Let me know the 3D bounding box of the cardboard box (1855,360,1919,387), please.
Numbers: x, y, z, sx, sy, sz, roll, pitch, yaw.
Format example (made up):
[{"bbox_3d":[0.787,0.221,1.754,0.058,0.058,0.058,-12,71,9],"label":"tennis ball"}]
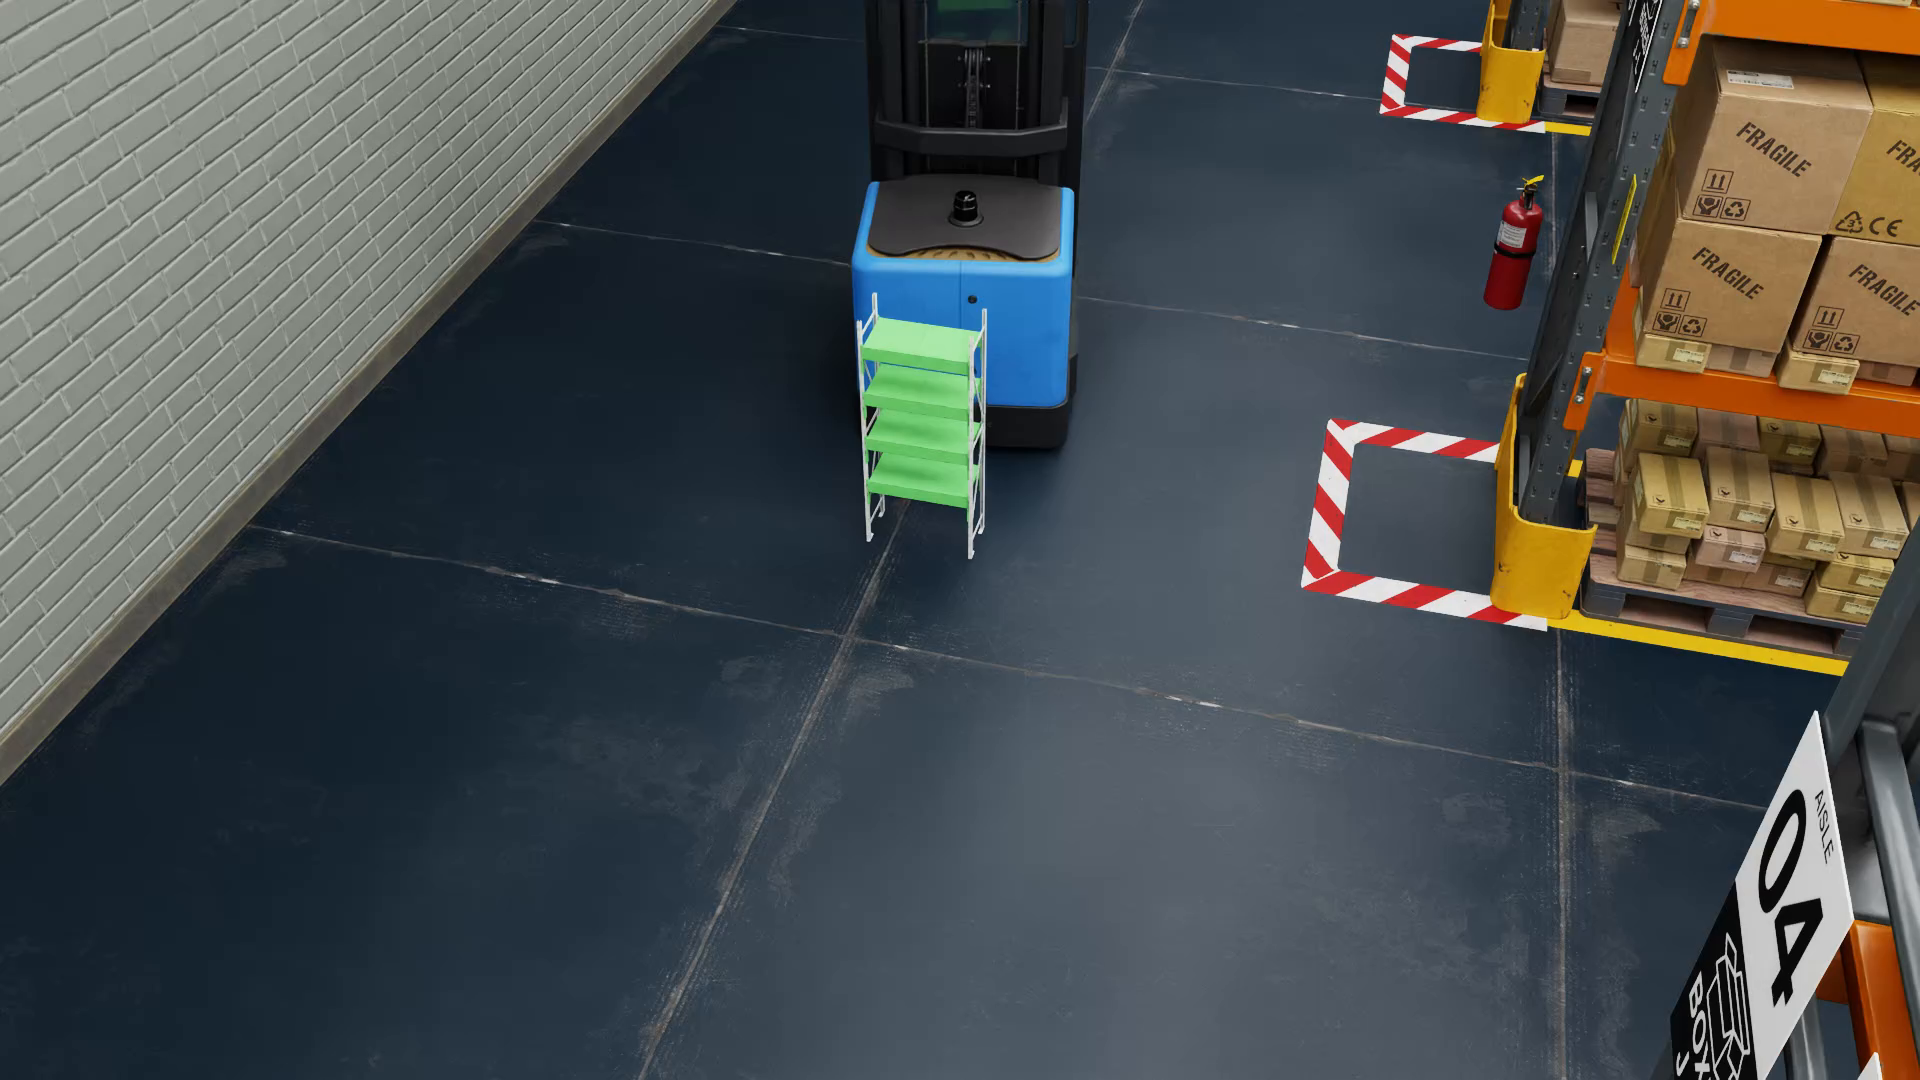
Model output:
[{"bbox_3d":[3.614,-0.785,6.548,0.250,0.149,0.380,12,41,13],"label":"cardboard box"}]

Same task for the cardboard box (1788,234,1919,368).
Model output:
[{"bbox_3d":[3.483,-1.024,6.328,0.500,0.500,0.500,10,41,12],"label":"cardboard box"}]

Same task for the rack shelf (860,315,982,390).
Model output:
[{"bbox_3d":[-0.160,-0.806,7.129,0.480,0.148,0.258,10,41,11],"label":"rack shelf"}]

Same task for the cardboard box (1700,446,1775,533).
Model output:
[{"bbox_3d":[3.313,-0.219,7.106,0.250,0.149,0.380,10,41,12],"label":"cardboard box"}]

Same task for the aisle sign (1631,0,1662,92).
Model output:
[{"bbox_3d":[2.450,-2.013,5.793,0.004,0.787,0.394,10,41,11],"label":"aisle sign"}]

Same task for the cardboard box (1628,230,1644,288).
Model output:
[{"bbox_3d":[2.986,-1.217,7.062,0.250,0.149,0.380,10,41,11],"label":"cardboard box"}]

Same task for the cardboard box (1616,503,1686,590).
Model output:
[{"bbox_3d":[3.021,0.025,7.278,0.250,0.149,0.380,11,41,12],"label":"cardboard box"}]

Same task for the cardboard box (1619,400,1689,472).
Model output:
[{"bbox_3d":[3.181,-0.464,7.629,0.250,0.149,0.380,9,41,10],"label":"cardboard box"}]

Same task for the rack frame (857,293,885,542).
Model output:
[{"bbox_3d":[-0.396,-0.528,7.445,0.015,1.200,0.240,10,41,11],"label":"rack frame"}]

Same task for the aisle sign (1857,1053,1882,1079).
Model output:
[{"bbox_3d":[1.071,1.052,2.144,0.004,0.787,0.394,10,41,11],"label":"aisle sign"}]

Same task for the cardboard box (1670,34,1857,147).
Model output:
[{"bbox_3d":[3.104,-1.805,6.481,0.500,0.500,0.500,9,41,11],"label":"cardboard box"}]

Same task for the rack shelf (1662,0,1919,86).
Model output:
[{"bbox_3d":[4.530,-1.732,5.707,4.000,0.370,1.077,10,41,11],"label":"rack shelf"}]

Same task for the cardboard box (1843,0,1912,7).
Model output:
[{"bbox_3d":[2.965,-2.049,5.642,0.500,0.250,0.500,11,41,13],"label":"cardboard box"}]

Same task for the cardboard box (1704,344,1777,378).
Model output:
[{"bbox_3d":[3.082,-0.821,6.591,0.250,0.149,0.380,11,41,13],"label":"cardboard box"}]

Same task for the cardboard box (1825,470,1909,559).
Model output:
[{"bbox_3d":[3.785,-0.108,6.974,0.250,0.149,0.380,8,41,9],"label":"cardboard box"}]

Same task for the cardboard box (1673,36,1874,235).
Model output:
[{"bbox_3d":[2.963,-1.487,6.102,0.500,0.500,0.500,10,41,11],"label":"cardboard box"}]

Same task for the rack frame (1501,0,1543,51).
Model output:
[{"bbox_3d":[3.780,-4.284,10.518,0.127,3.000,1.000,10,41,11],"label":"rack frame"}]

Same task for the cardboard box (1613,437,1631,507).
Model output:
[{"bbox_3d":[3.160,-0.303,7.668,0.250,0.149,0.380,10,41,12],"label":"cardboard box"}]

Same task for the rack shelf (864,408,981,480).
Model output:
[{"bbox_3d":[-0.160,-0.438,7.438,0.480,0.148,0.258,10,41,11],"label":"rack shelf"}]

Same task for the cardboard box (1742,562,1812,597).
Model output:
[{"bbox_3d":[3.537,0.055,7.243,0.250,0.149,0.380,10,41,12],"label":"cardboard box"}]

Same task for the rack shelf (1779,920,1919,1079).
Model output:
[{"bbox_3d":[3.150,1.332,2.058,4.000,0.370,1.077,10,41,11],"label":"rack shelf"}]

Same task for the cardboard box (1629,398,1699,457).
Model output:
[{"bbox_3d":[3.175,-0.558,7.510,0.250,0.149,0.380,10,41,12],"label":"cardboard box"}]

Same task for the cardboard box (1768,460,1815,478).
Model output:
[{"bbox_3d":[3.684,-0.379,7.528,0.250,0.149,0.380,8,41,10],"label":"cardboard box"}]

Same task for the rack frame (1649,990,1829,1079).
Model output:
[{"bbox_3d":[1.218,1.873,3.188,0.127,3.000,1.000,10,41,11],"label":"rack frame"}]

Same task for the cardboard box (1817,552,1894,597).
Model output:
[{"bbox_3d":[3.766,0.048,7.019,0.250,0.149,0.380,11,41,13],"label":"cardboard box"}]

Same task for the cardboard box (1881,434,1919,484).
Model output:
[{"bbox_3d":[4.193,-0.424,7.350,0.250,0.149,0.380,11,41,13],"label":"cardboard box"}]

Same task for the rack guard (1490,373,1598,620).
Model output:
[{"bbox_3d":[2.671,-0.222,7.625,0.348,0.500,1.175,10,41,11],"label":"rack guard"}]

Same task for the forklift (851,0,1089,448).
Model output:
[{"bbox_3d":[0.098,-2.507,8.456,1.130,2.935,3.031,2,40,3],"label":"forklift"}]

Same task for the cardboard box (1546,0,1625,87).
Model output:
[{"bbox_3d":[4.443,-3.416,11.151,0.875,0.438,0.875,8,41,10],"label":"cardboard box"}]

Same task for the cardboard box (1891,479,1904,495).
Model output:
[{"bbox_3d":[4.187,-0.301,7.435,0.250,0.149,0.380,10,41,12],"label":"cardboard box"}]

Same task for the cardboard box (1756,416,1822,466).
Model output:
[{"bbox_3d":[3.685,-0.516,7.460,0.250,0.149,0.380,9,41,10],"label":"cardboard box"}]

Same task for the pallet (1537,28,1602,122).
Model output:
[{"bbox_3d":[4.572,-3.132,11.315,1.213,0.211,1.003,10,41,11],"label":"pallet"}]

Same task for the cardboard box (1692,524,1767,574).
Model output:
[{"bbox_3d":[3.287,-0.048,7.133,0.250,0.149,0.380,10,41,11],"label":"cardboard box"}]

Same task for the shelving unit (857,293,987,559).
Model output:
[{"bbox_3d":[-0.160,-0.487,7.397,0.503,1.200,0.258,10,41,11],"label":"shelving unit"}]
